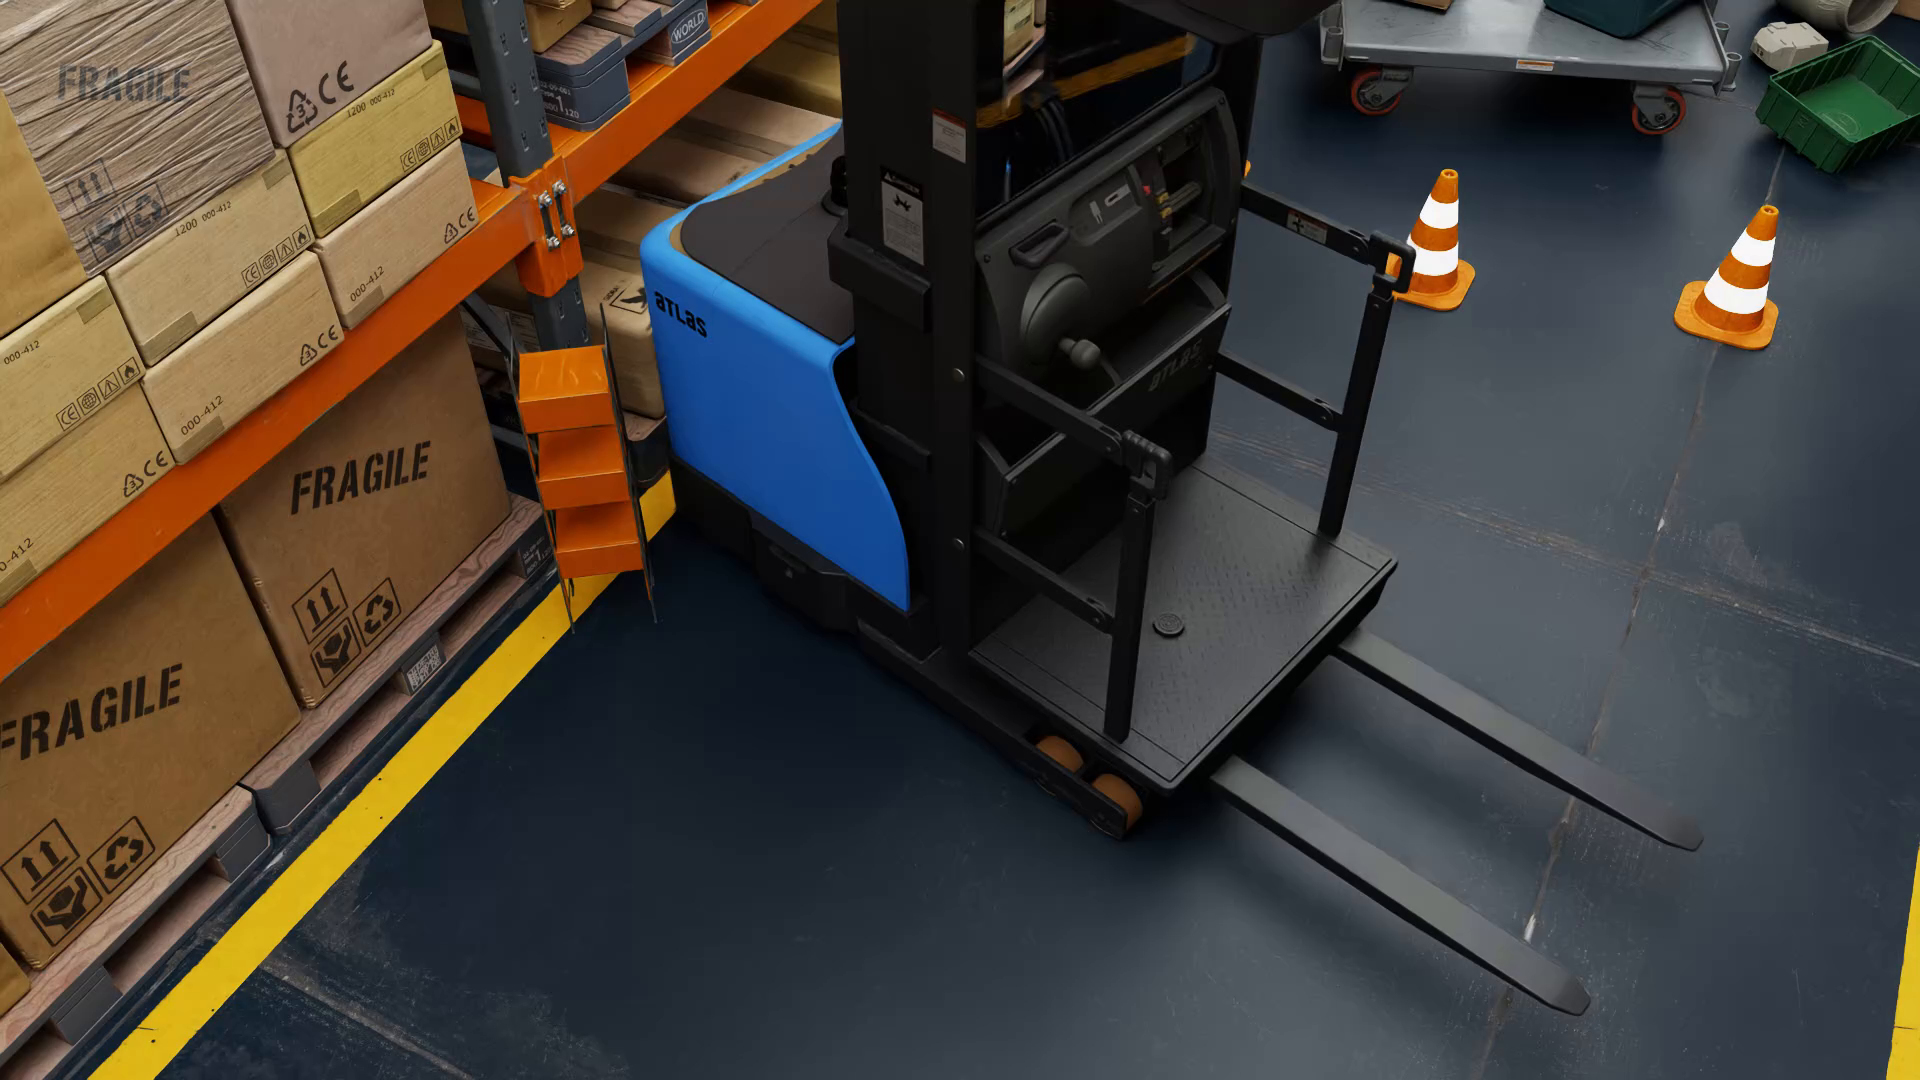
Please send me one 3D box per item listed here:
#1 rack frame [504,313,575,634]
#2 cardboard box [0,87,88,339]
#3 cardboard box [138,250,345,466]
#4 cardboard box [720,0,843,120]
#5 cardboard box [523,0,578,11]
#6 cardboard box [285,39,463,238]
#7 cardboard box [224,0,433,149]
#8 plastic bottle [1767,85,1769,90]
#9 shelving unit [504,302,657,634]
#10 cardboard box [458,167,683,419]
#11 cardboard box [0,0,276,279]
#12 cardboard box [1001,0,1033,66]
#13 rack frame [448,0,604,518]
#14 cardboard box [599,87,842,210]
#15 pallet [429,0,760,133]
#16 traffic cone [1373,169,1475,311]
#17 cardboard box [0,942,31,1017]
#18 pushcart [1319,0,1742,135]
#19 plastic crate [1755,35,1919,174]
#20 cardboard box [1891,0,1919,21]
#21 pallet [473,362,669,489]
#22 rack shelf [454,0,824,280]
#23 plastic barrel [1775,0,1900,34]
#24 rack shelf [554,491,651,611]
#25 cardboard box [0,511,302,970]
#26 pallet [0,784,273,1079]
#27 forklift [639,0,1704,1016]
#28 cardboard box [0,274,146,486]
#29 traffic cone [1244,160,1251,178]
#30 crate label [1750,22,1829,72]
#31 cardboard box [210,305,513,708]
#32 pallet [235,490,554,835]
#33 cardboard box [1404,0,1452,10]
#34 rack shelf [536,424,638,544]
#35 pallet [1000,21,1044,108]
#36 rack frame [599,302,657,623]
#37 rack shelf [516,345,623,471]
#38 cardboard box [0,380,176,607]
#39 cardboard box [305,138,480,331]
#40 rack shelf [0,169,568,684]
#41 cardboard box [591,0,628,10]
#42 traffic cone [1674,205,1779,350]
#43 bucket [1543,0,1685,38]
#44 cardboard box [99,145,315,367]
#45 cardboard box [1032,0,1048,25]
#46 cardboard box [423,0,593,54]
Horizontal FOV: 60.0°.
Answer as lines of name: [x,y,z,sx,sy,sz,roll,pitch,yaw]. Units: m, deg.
rack frame: [-1.172,-0.158,4.668,0.008,1.050,0.200,-7,46,-7]
cardboard box: [-2.016,-0.604,2.965,0.500,0.500,0.500,20,49,19]
cardboard box: [-1.769,-0.482,3.723,0.500,0.250,0.500,21,49,20]
cardboard box: [-0.577,-1.786,6.459,0.950,0.372,0.625,22,49,20]
cardboard box: [-1.127,-1.761,4.306,0.500,0.500,0.500,19,48,18]
cardboard box: [-1.541,-1.000,3.884,0.500,0.250,0.500,20,49,19]
cardboard box: [-1.549,-1.241,3.594,0.500,0.500,0.500,19,48,18]
plastic bottle: [3.539,-1.855,7.040,0.133,0.061,0.283,-2,45,-2]
shelving unit: [-1.052,-0.173,4.683,0.252,1.050,0.215,-7,46,-7]
cardboard box: [-1.270,-0.843,5.526,0.950,0.372,0.625,17,48,16]
cardboard box: [-1.780,-0.915,3.272,0.500,0.500,0.500,21,49,20]
cardboard box: [-0.256,-2.225,6.892,0.950,0.372,0.625,23,50,21]
rack frame: [-1.541,-1.266,4.392,1.000,3.000,0.127,20,49,19]
cardboard box: [-0.934,-1.310,5.988,0.950,0.372,0.625,20,49,18]
pallet: [-1.304,-1.683,4.939,1.213,0.211,1.003,20,49,19]
traffic cone: [1.732,-1.138,6.049,0.336,0.463,0.334,20,49,19]
cardboard box: [-2.768,0.864,3.485,0.875,0.875,0.875,22,49,20]
pushcart: [2.359,-2.143,7.103,1.648,0.377,0.936,5,46,5]
plastic crate: [3.668,-1.789,6.846,0.662,0.188,0.450,-24,60,-22]
cardboard box: [4.559,-2.654,7.520,0.500,0.500,0.500,29,52,25]
pallet: [-1.177,-0.778,5.870,1.003,0.211,1.213,20,49,19]
rack shelf: [-0.612,-2.273,5.894,1.077,0.370,4.000,20,49,19]
plastic barrel: [3.915,-2.531,7.454,0.421,0.421,0.512,-16,48,-15]
rack shelf: [-1.052,0.030,4.888,0.240,0.259,0.215,-7,46,-7]
cardboard box: [-2.353,0.301,4.042,0.875,0.875,0.875,21,49,20]
pallet: [-2.541,0.951,4.161,1.003,0.211,1.213,20,49,19]
forklift: [0.530,-0.666,3.848,3.031,2.935,1.130,32,54,28]
cardboard box: [-1.995,-0.347,3.238,0.500,0.250,0.500,19,48,18]
traffic cone: [0.980,-1.651,6.556,0.336,0.463,0.334,20,49,19]
crate label: [3.639,-2.159,7.288,0.298,0.136,0.250,-9,46,-9]
cardboard box: [-1.935,-0.259,4.596,0.875,0.875,0.875,20,49,19]
pallet: [-1.973,0.186,4.918,1.003,0.211,1.213,20,49,19]
cardboard box: [1.907,-2.605,6.940,0.500,0.500,0.500,20,49,19]
rack shelf: [-1.052,-0.166,4.690,0.240,0.259,0.215,-7,46,-7]
pallet: [-0.044,-2.315,7.389,1.003,0.211,1.213,20,49,19]
rack frame: [-0.932,-0.189,4.698,0.008,1.050,0.200,-7,46,-7]
rack shelf: [-1.052,-0.365,4.489,0.240,0.259,0.215,-7,46,-7]
cardboard box: [-2.017,-0.170,3.415,0.500,0.250,0.500,20,49,19]
cardboard box: [-1.546,-0.809,4.046,0.500,0.250,0.500,19,48,18]
rack shelf: [-2.469,0.247,3.403,1.077,0.370,4.000,20,49,19]
cardboard box: [-1.064,-1.636,4.639,0.380,0.149,0.250,18,48,17]
traffic cone: [2.787,-0.977,5.891,0.336,0.463,0.334,20,49,19]
bucket: [2.768,-2.446,6.791,0.620,0.611,0.726,-39,56,-20]
cardboard box: [-1.775,-0.676,3.563,0.500,0.250,0.500,19,48,18]
cardboard box: [0.075,-2.679,7.341,0.950,0.372,0.625,21,49,20]
cardboard box: [-1.225,-1.469,4.474,0.380,0.149,0.250,18,48,17]
